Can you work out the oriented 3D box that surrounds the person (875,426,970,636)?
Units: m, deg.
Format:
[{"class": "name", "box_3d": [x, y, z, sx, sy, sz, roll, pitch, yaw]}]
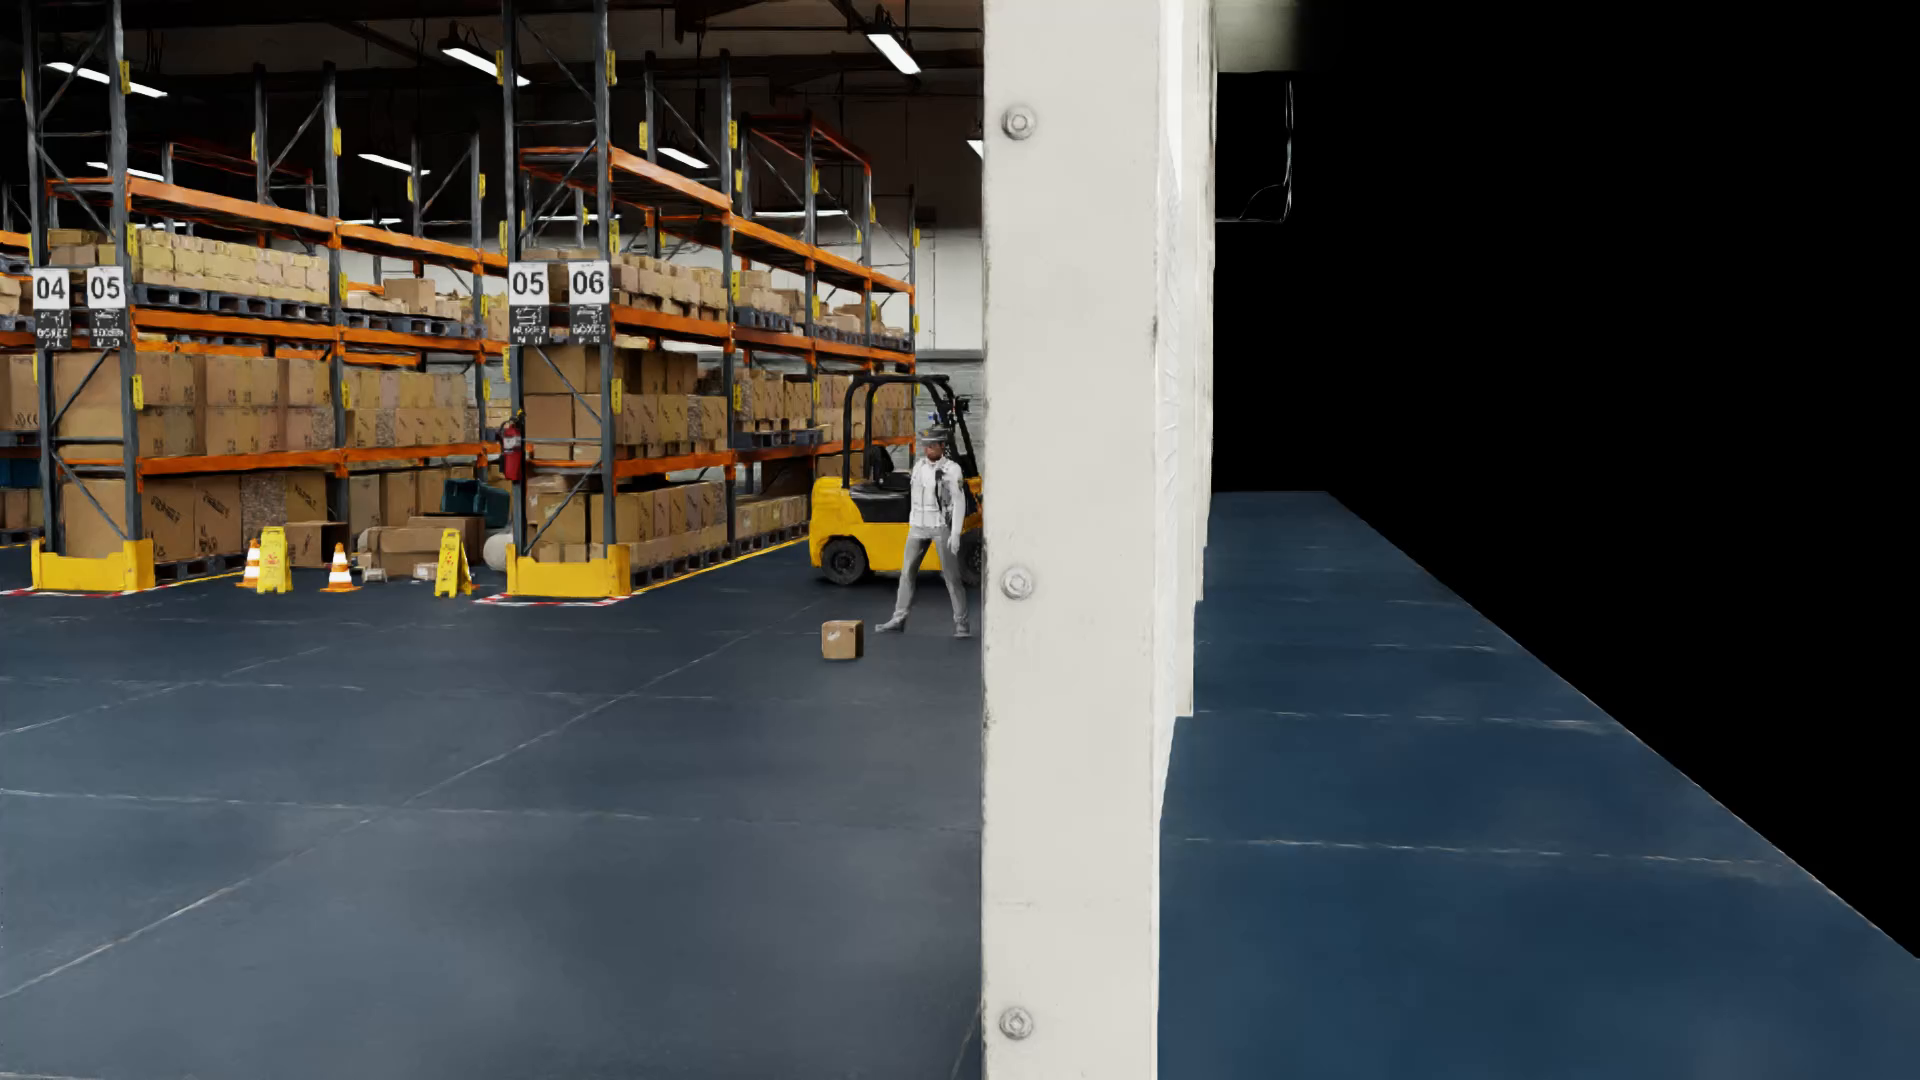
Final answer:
[{"class": "person", "box_3d": [-0.255, -0.070, 13.061, 0.649, 1.649, 0.622, 3, 6, 34]}]
